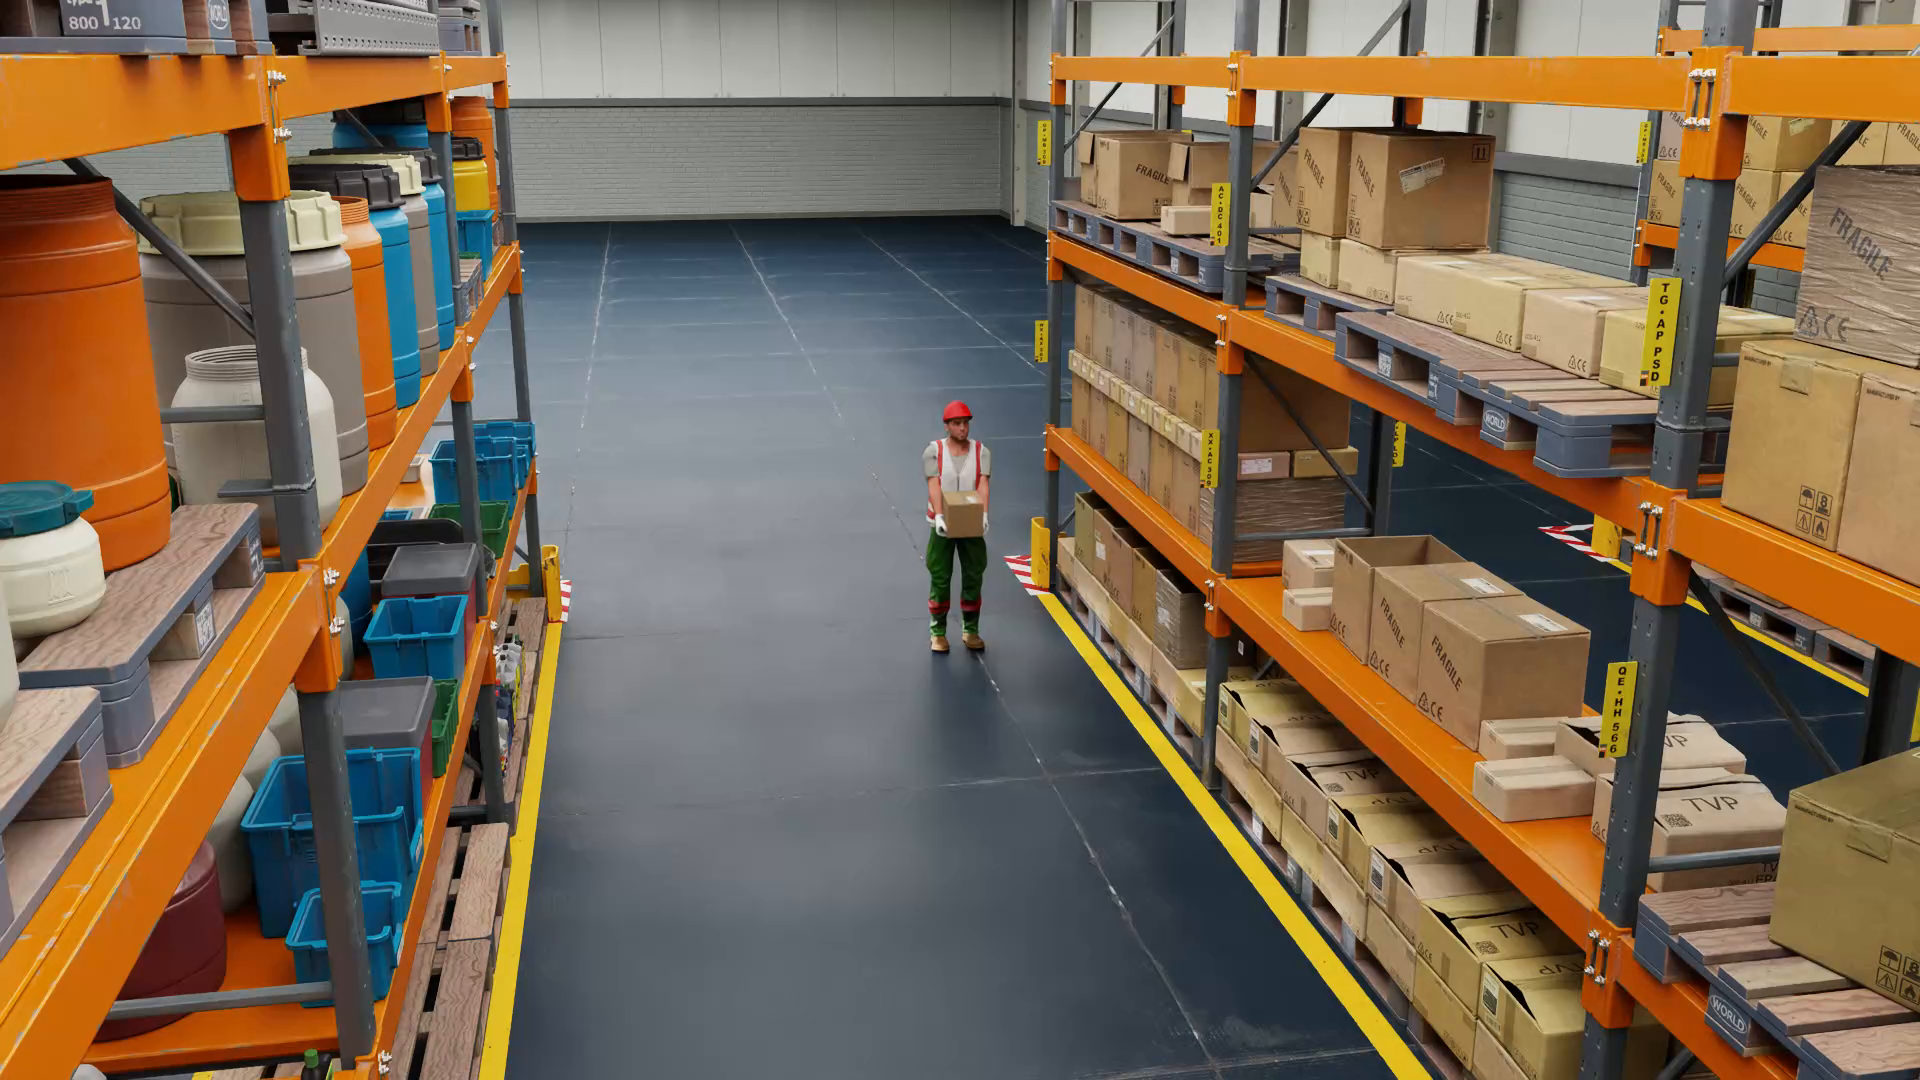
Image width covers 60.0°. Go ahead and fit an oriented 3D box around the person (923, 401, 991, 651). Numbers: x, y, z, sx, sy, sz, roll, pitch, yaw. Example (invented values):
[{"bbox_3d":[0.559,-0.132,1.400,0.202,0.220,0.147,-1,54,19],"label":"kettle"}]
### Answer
[{"bbox_3d":[0.001,-0.070,11.742,0.494,1.783,0.567,-3,16,-9],"label":"person"}]
